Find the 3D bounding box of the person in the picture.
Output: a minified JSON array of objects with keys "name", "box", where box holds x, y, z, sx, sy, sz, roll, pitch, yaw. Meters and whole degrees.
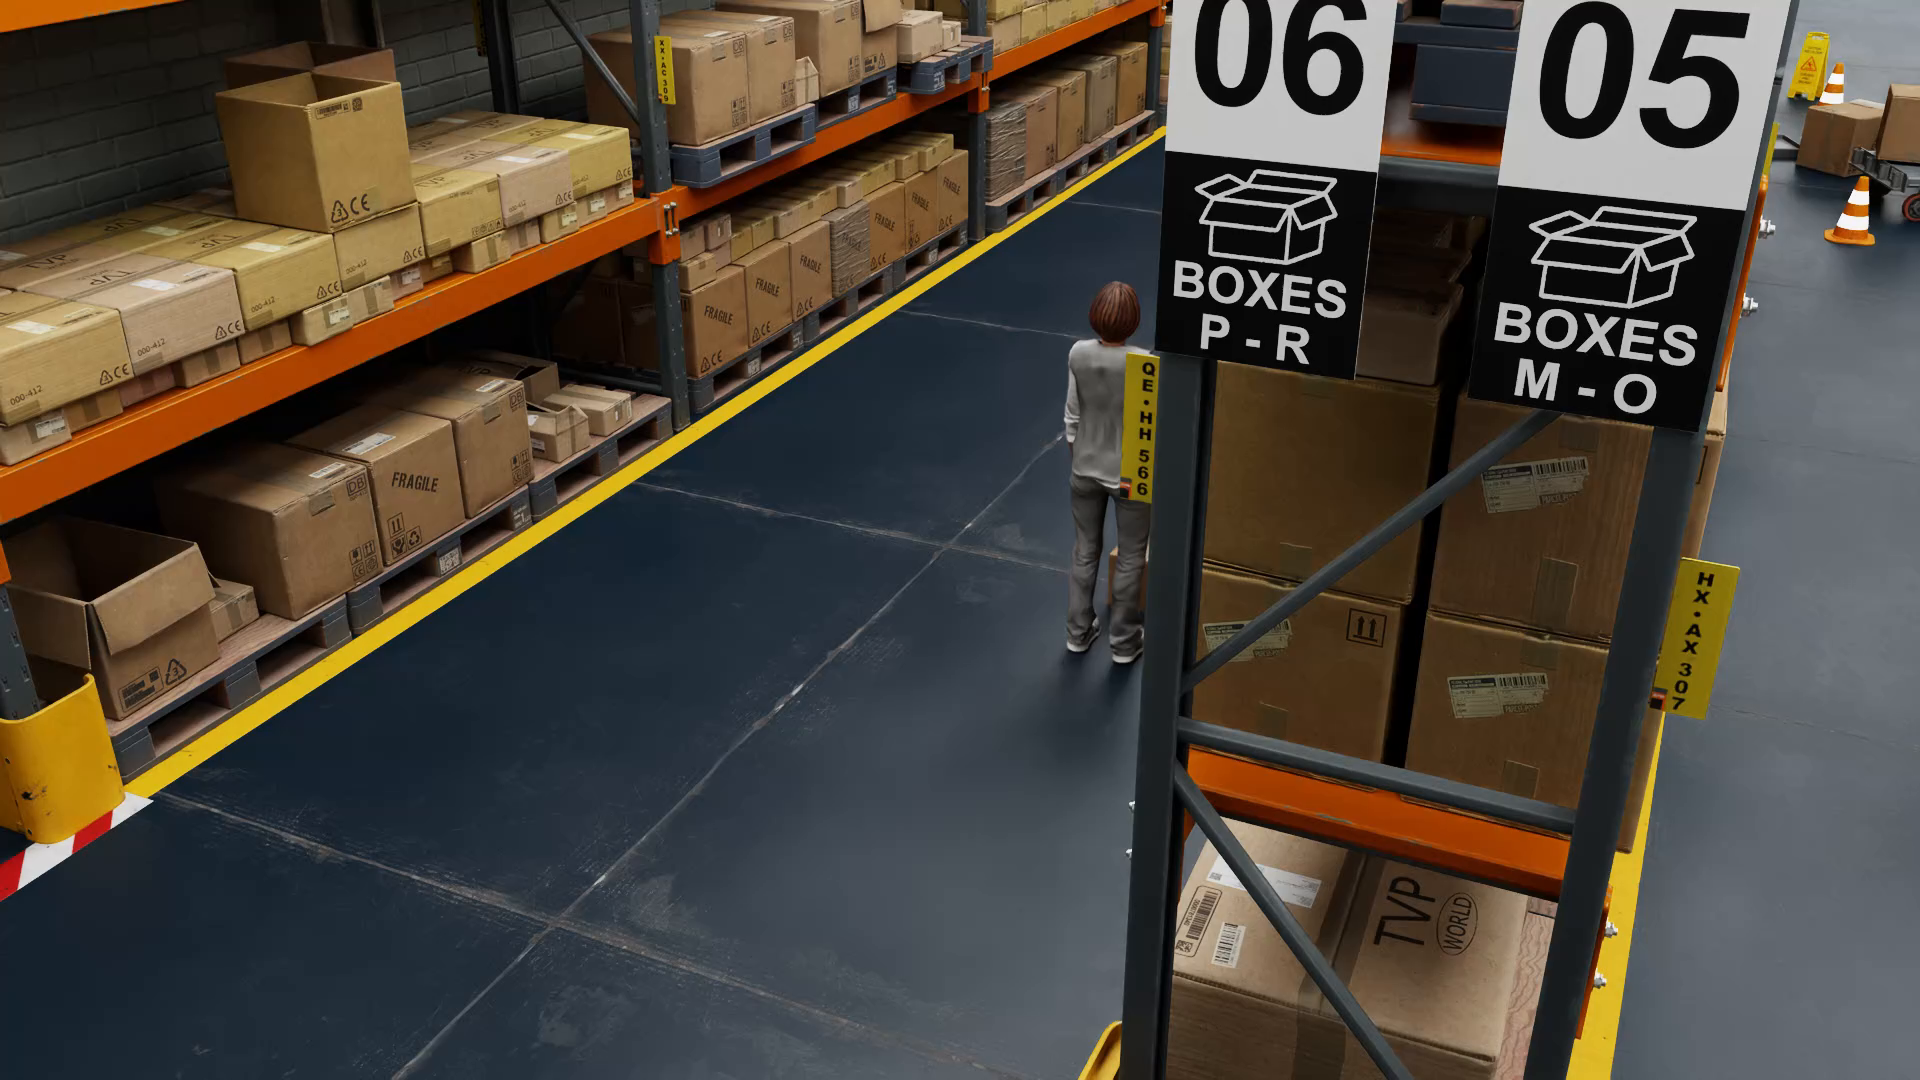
[{"name":"person","box":[0.600,-0.259,6.662,0.405,1.585,0.302,13,29,24]}]
